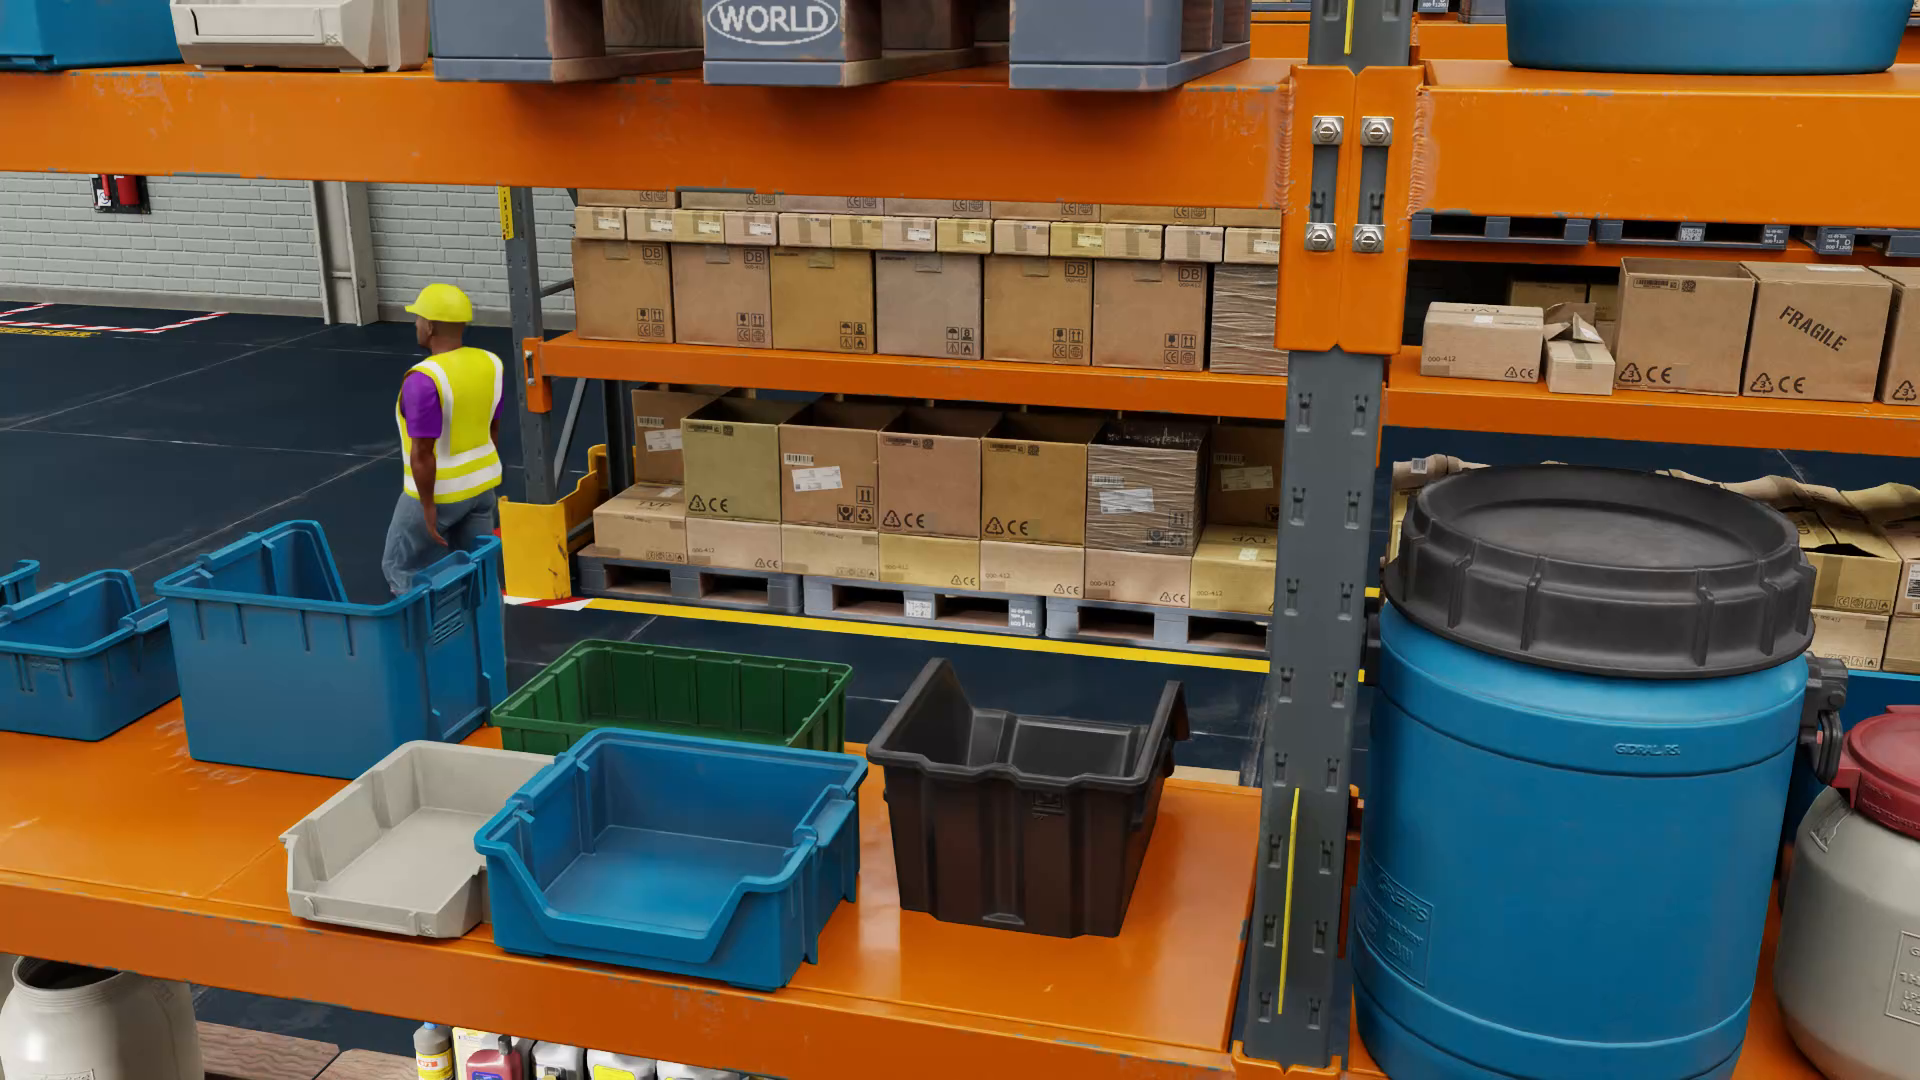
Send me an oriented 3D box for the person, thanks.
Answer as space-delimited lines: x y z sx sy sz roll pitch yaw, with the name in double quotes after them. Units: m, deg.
-2.202 -0.203 7.124 0.478 1.803 0.569 10 21 29 "person"
